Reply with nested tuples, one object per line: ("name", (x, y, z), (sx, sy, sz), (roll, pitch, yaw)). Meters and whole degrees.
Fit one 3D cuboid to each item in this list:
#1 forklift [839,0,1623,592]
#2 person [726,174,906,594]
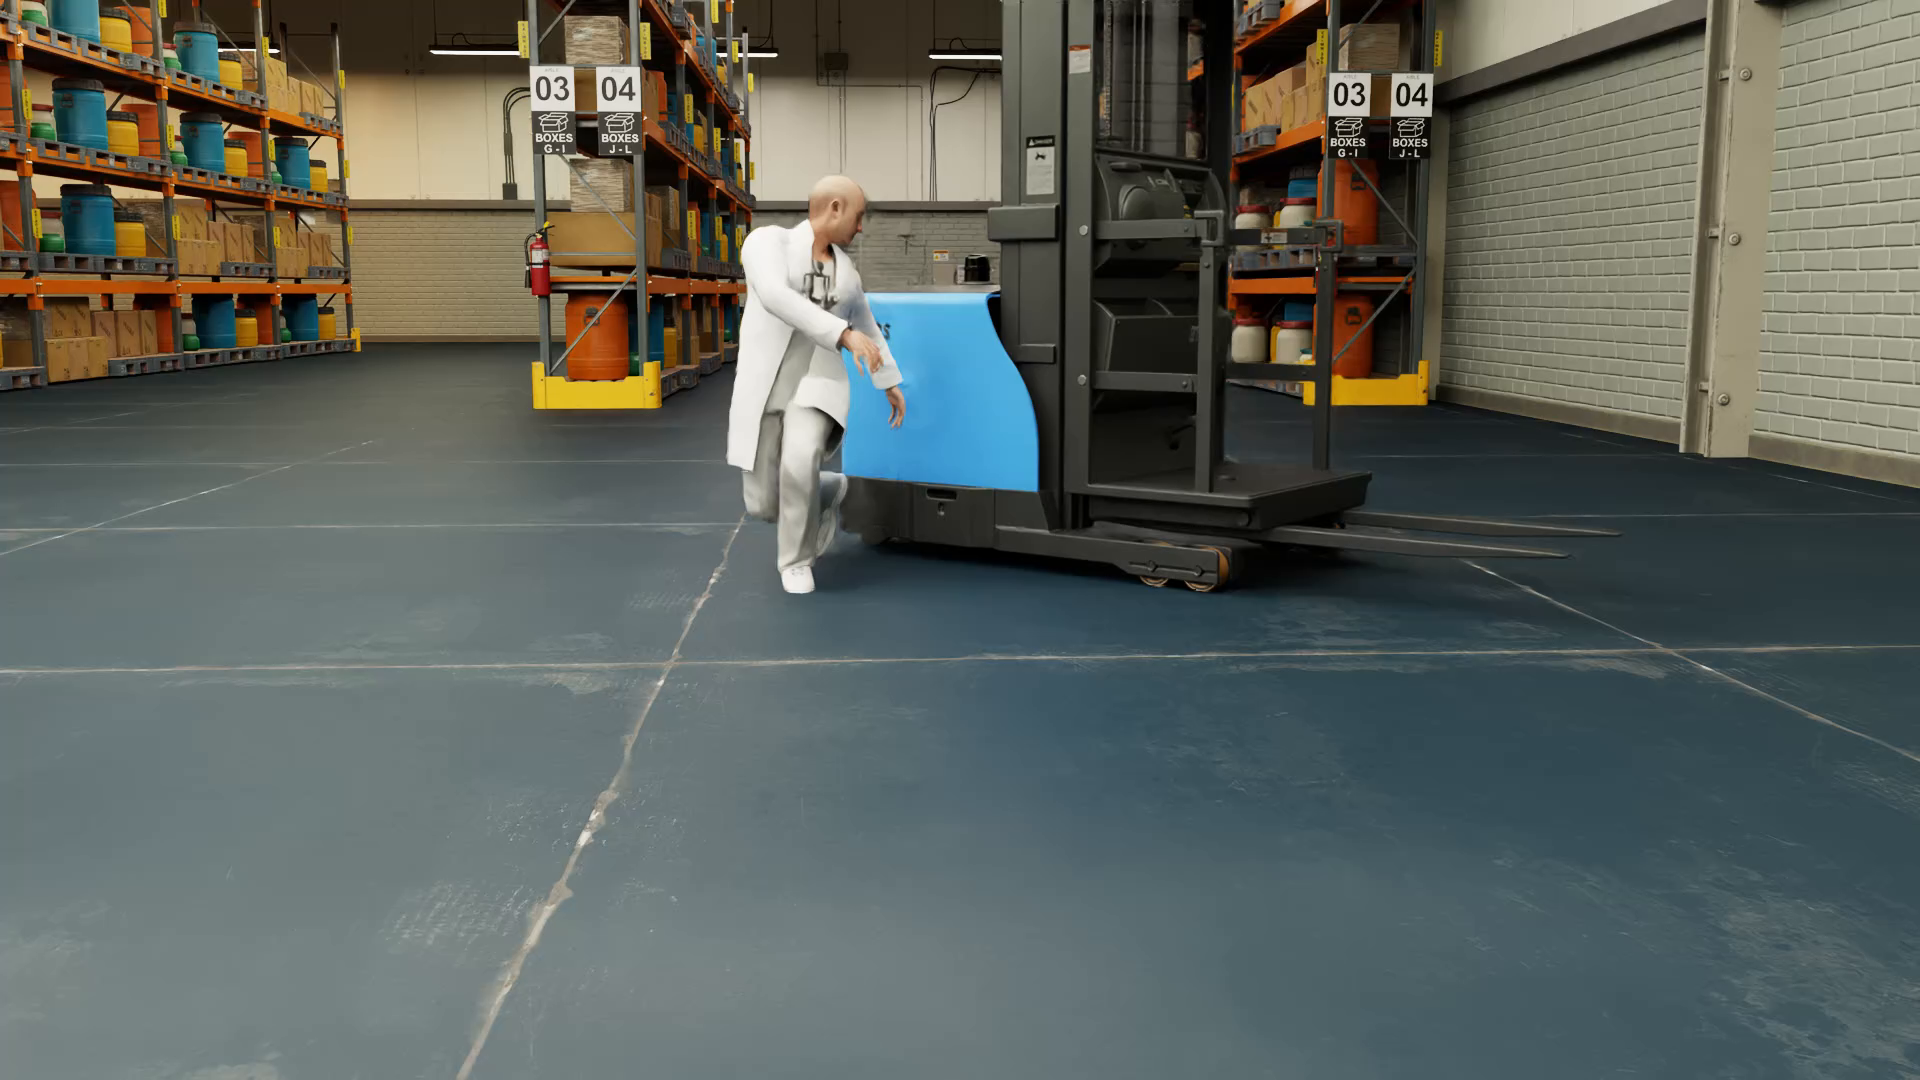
("forklift", (0.967, -1.348, 6.409), (3.031, 2.935, 1.130), (6, 11, 36))
("person", (-0.543, -0.597, 6.320), (0.700, 1.545, 0.944), (-1, 8, -5))
